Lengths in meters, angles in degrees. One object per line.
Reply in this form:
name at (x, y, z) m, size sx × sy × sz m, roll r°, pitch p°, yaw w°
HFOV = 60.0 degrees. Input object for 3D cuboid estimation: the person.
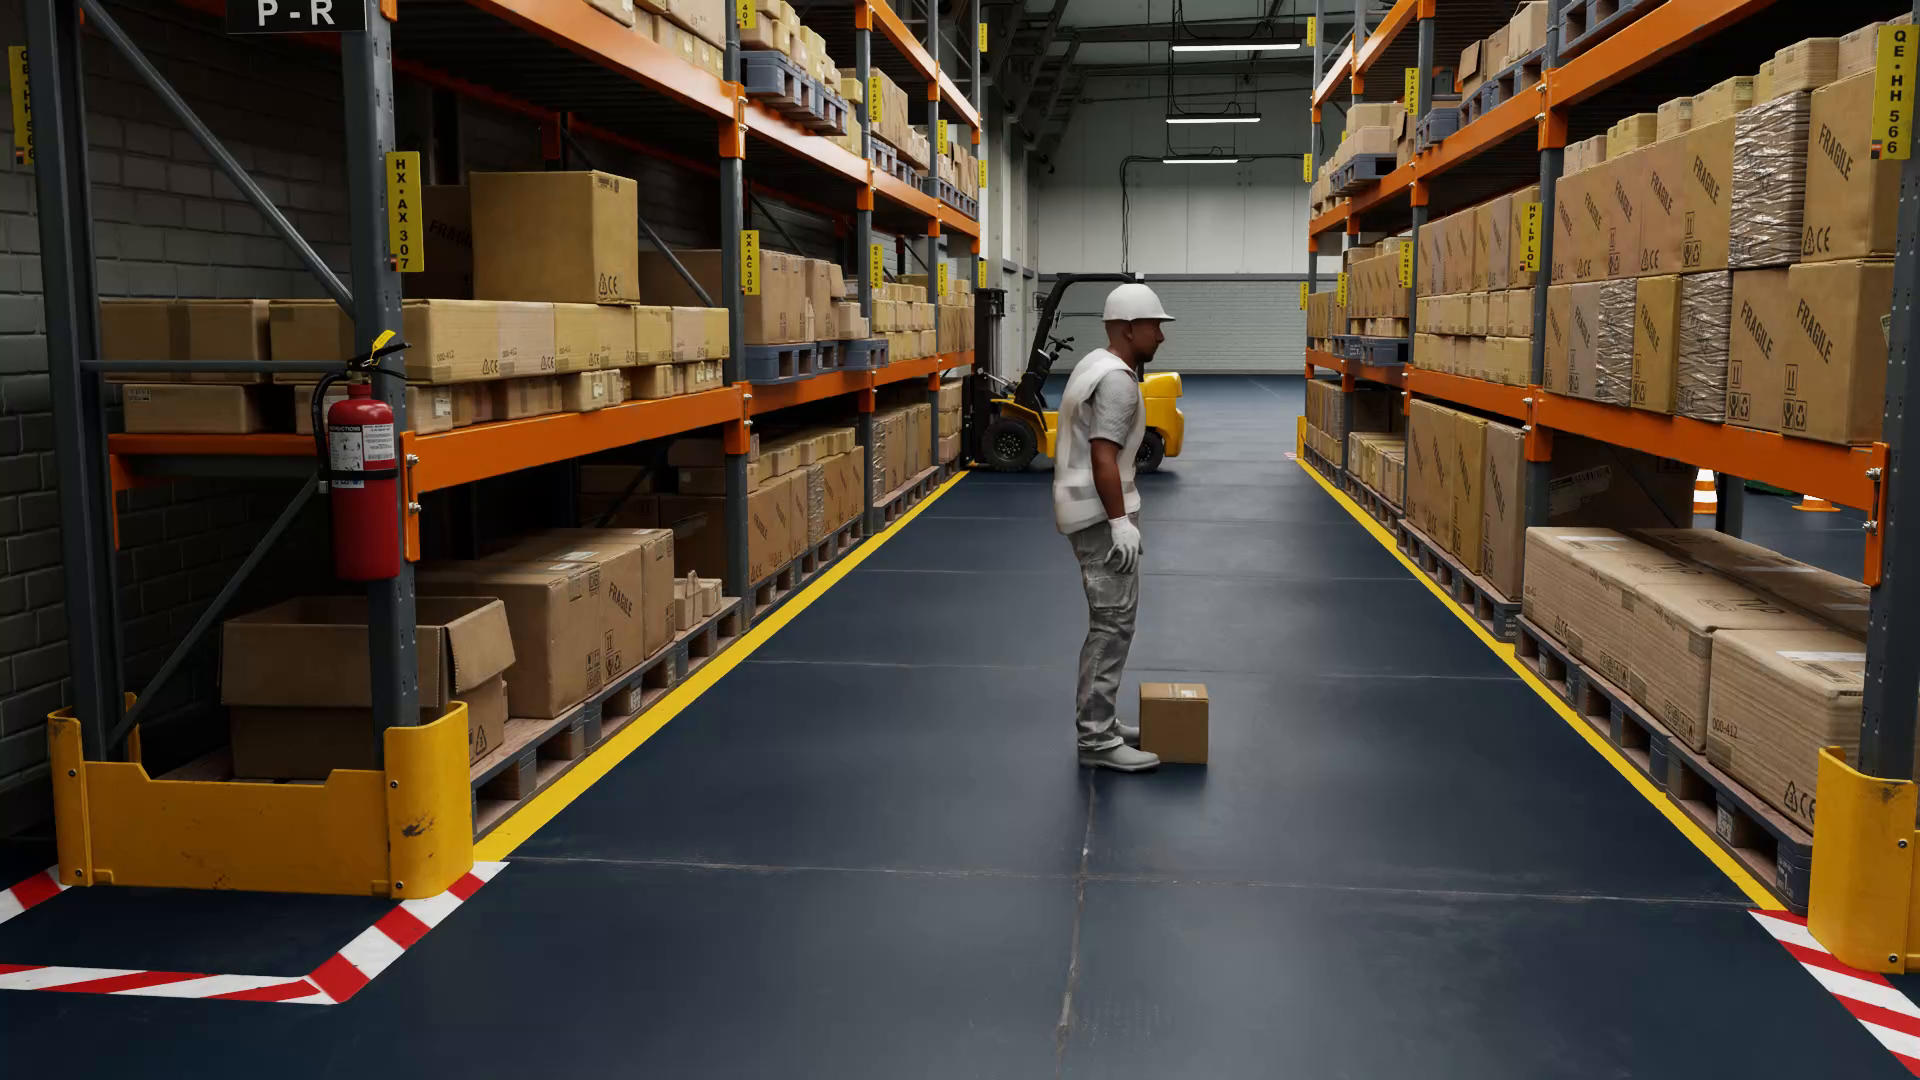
person at (0.574, -0.064, 6.236) m, size 0.451 × 1.773 × 0.627 m, roll 0°, pitch 8°, yaw 3°
